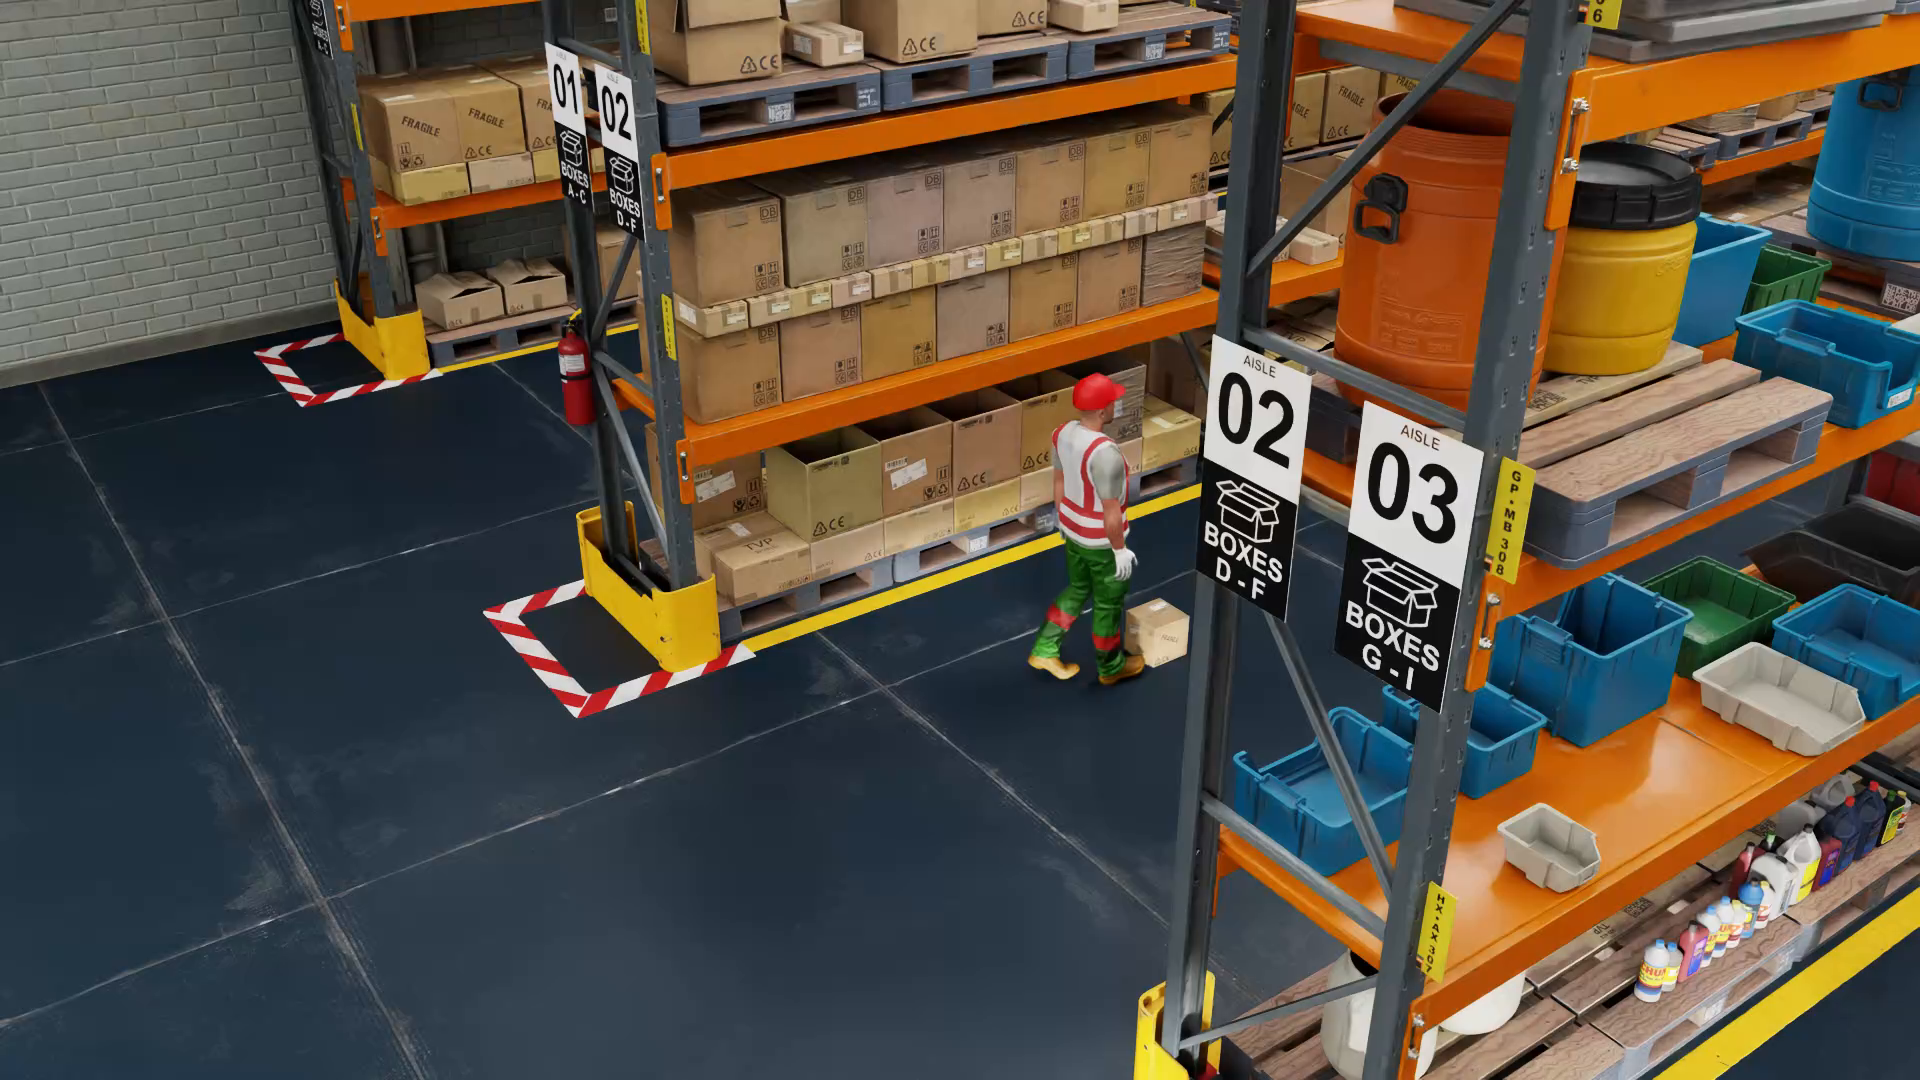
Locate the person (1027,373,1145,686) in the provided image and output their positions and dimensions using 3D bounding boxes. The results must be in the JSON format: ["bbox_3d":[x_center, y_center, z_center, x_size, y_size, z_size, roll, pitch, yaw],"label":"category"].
[{"bbox_3d":[0.722,-0.030,8.643,0.626,1.793,0.575,-13,31,-23],"label":"person"}]
